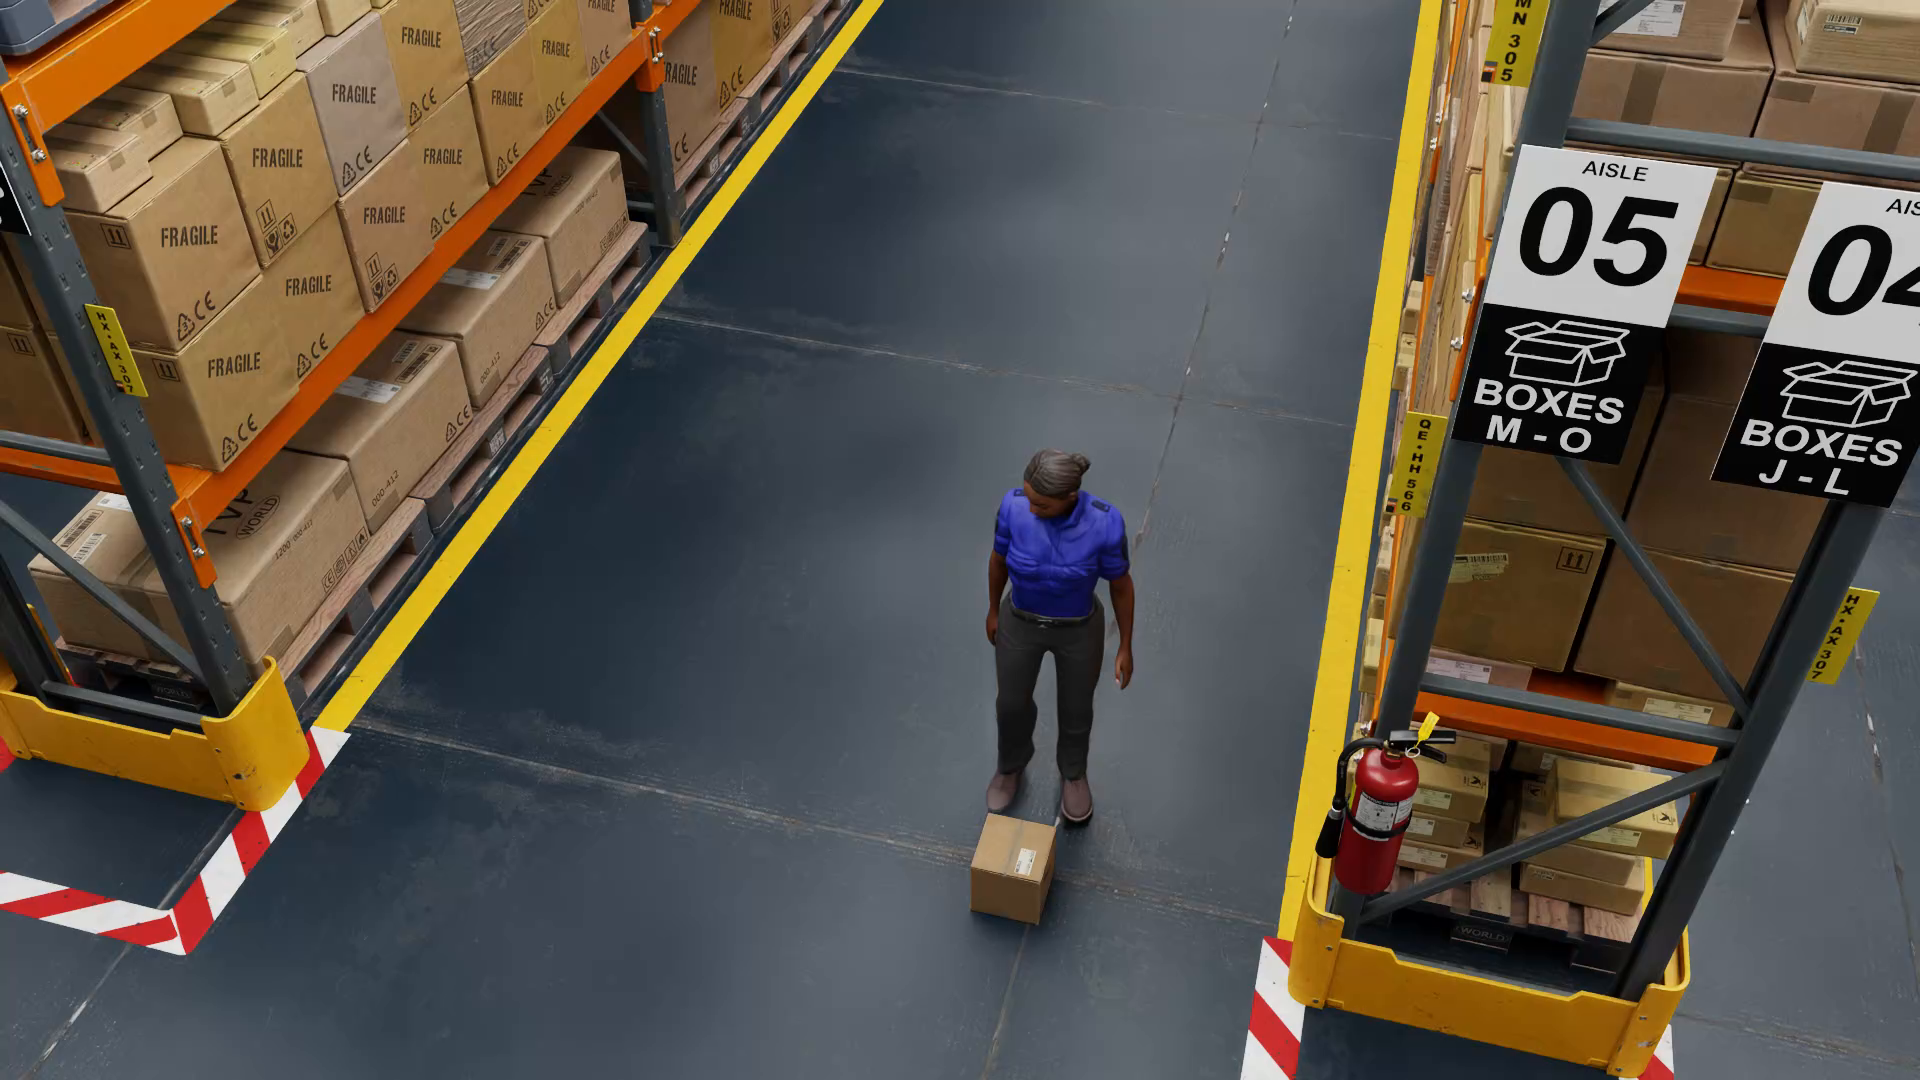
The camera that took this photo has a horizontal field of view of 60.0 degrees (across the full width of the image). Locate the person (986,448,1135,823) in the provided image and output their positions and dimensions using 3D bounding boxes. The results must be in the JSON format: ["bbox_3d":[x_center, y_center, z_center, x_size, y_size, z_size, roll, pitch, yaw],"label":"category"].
[{"bbox_3d":[0.345,0.342,5.793,0.534,1.702,0.336,6,42,6],"label":"person"}]
